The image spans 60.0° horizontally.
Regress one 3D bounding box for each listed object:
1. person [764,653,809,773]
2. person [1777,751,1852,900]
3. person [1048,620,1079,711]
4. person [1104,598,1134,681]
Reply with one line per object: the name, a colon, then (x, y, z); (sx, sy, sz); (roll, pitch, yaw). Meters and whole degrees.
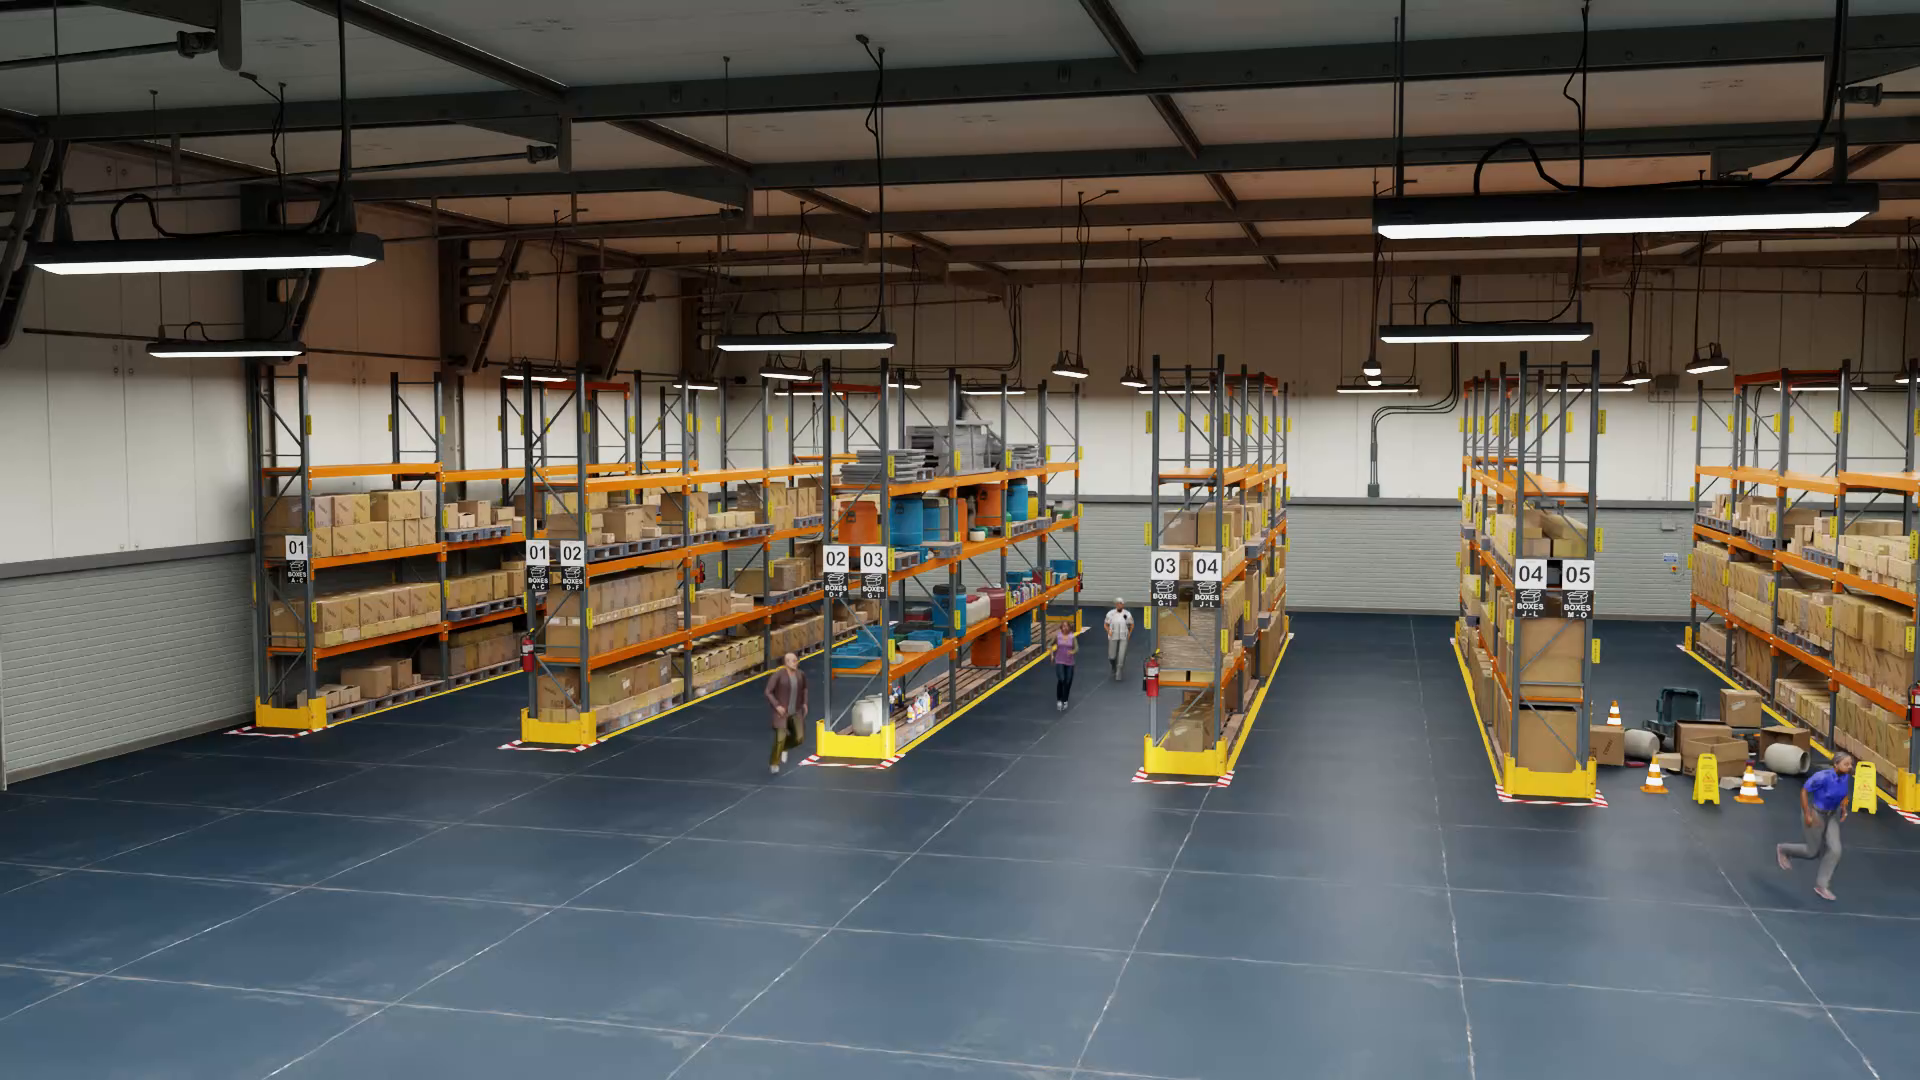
person: (-2.492, 2.491, 24.106); (0.774, 1.706, 0.593); (-3, 5, -33)
person: (9.185, 3.013, 17.859); (0.575, 1.595, 0.849); (-2, 4, -26)
person: (1.825, 2.193, 29.115); (0.505, 1.592, 0.662); (0, 4, -6)
person: (3.134, 1.938, 32.712); (0.595, 1.622, 0.561); (0, 4, 5)
